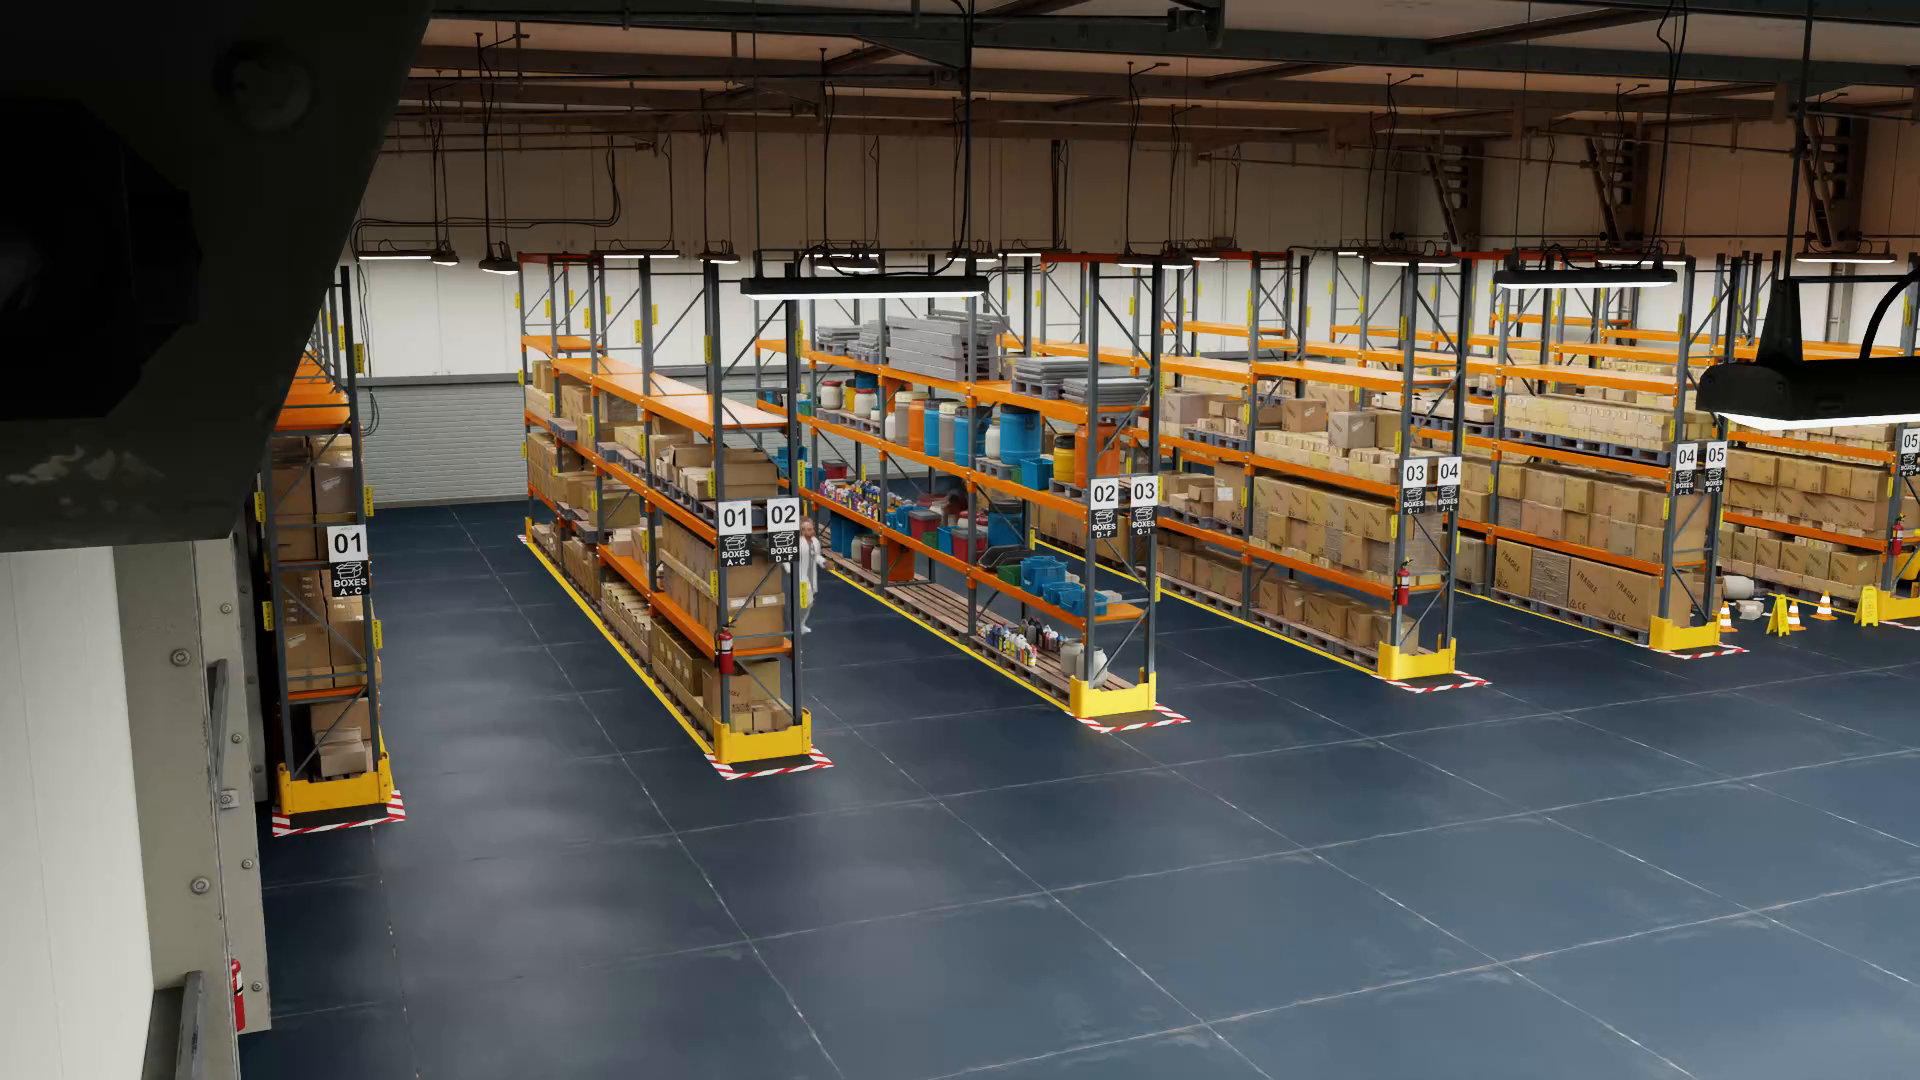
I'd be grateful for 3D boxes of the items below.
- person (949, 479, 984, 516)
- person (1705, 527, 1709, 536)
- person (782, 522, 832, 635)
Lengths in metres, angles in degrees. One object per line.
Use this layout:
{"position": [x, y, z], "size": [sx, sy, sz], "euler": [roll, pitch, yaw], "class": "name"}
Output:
{"position": [0.067, -0.355, 32.263], "size": [0.633, 1.718, 0.936], "euler": [-7, 12, -34], "class": "person"}
{"position": [15.087, -0.556, 33.706], "size": [0.587, 1.598, 0.646], "euler": [-6, 12, -30], "class": "person"}
{"position": [-2.346, 0.606, 25.403], "size": [0.709, 1.779, 0.716], "euler": [10, 14, 44], "class": "person"}
